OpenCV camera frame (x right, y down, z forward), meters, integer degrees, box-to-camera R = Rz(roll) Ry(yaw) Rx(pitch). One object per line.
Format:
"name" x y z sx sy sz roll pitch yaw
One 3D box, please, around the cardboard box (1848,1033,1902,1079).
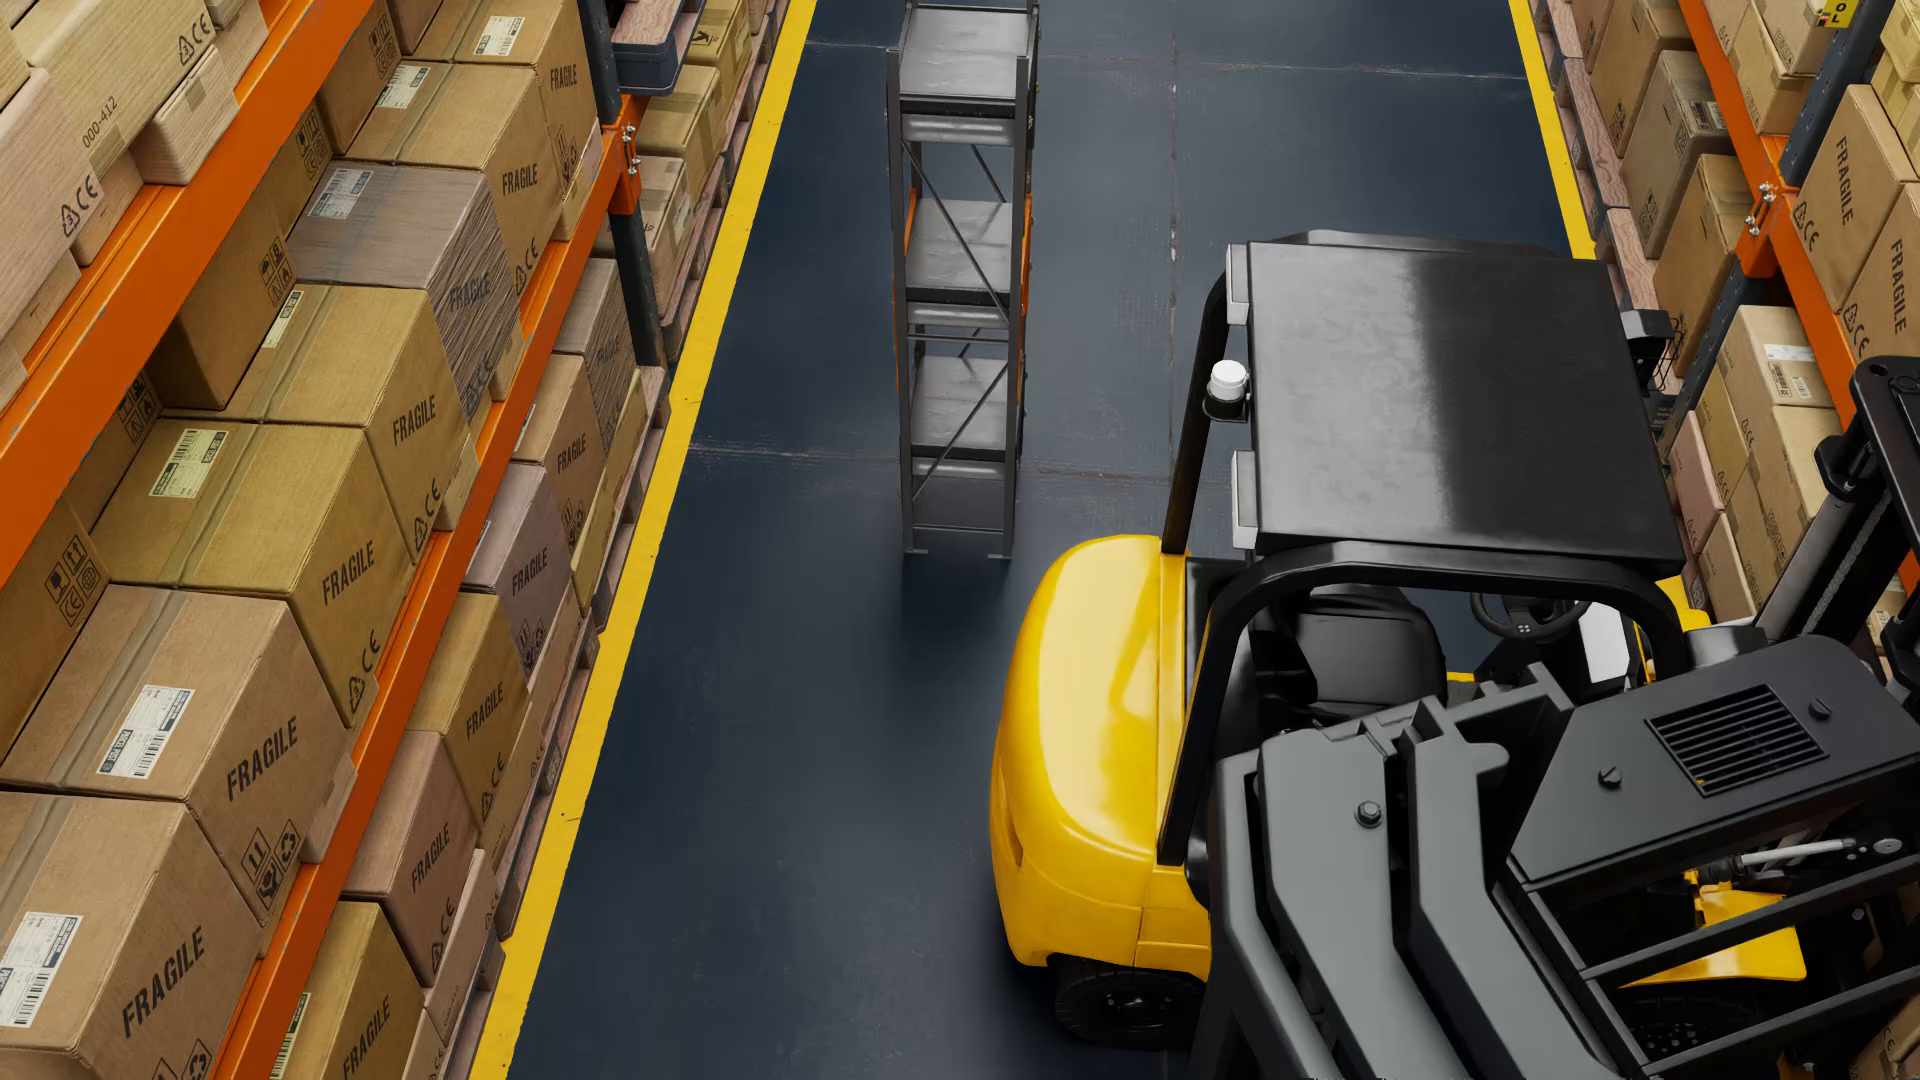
"cardboard box" 2.725 1.317 4.591 0.500 0.250 0.500 4 48 4

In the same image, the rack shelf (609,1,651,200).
"rack shelf" -1.509 -2.868 7.328 1.077 0.370 4.000 4 48 4

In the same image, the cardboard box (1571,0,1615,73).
"cardboard box" 3.495 -2.651 7.967 0.875 0.625 0.625 5 48 5

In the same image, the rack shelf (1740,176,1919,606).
"rack shelf" 3.070 0.402 4.337 1.077 0.370 4.000 4 48 4

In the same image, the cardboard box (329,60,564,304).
"cardboard box" -1.524 -1.053 4.911 0.500 0.500 0.500 5 48 5

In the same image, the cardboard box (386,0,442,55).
"cardboard box" -1.947 -1.804 4.920 0.700 0.500 0.500 3 48 3

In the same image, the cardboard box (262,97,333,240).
"cardboard box" -2.088 -1.063 4.242 0.700 0.500 0.500 3 48 3

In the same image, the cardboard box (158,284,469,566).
"cardboard box" -1.609 -0.295 4.218 0.500 0.500 0.500 3 48 3

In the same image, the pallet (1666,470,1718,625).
"pallet" 3.138 0.213 5.912 1.003 0.211 1.213 4 48 4

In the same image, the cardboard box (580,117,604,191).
"cardboard box" -1.417 -1.300 5.576 0.380 0.149 0.250 3 48 3

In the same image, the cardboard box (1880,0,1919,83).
"cardboard box" 2.928 -1.449 4.833 0.380 0.149 0.250 5 48 4

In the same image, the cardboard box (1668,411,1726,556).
"cardboard box" 2.879 -0.191 5.970 0.500 0.250 0.500 4 48 4

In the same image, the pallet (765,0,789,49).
"pallet" -1.399 -3.065 8.910 1.003 0.211 1.213 4 48 4

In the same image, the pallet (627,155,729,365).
"pallet" -1.621 -1.272 7.270 1.003 0.211 1.213 4 48 4

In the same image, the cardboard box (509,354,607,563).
"cardboard box" -1.522 -0.281 5.545 0.500 0.500 0.500 5 48 4

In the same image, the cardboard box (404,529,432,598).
"cardboard box" -1.628 0.006 4.382 0.380 0.149 0.250 3 48 2

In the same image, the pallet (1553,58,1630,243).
"pallet" 3.389 -1.812 7.764 1.003 0.211 1.213 4 48 4

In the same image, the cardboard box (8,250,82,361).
"cardboard box" -1.711 -0.426 2.744 0.380 0.149 0.250 4 48 3

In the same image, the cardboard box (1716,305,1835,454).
"cardboard box" 2.896 -0.527 5.600 0.500 0.250 0.500 3 48 3

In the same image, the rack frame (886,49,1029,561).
"rack frame" -0.007 -0.651 5.422 0.400 2.100 0.015 4 48 4

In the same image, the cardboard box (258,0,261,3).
"cardboard box" -1.652 -1.187 3.440 0.380 0.149 0.250 3 48 3

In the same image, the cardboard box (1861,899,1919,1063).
"cardboard box" 2.704 1.120 4.433 0.500 0.250 0.500 3 48 3

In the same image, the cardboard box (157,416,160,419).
"cardboard box" -2.116 -0.359 4.277 0.500 0.500 0.500 4 48 4

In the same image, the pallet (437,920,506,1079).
"pallet" -1.939 1.589 4.654 1.003 0.211 1.213 4 48 4

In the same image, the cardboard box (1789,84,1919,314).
"cardboard box" 2.952 -1.035 5.096 0.500 0.500 0.500 3 48 2

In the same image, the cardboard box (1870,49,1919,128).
"cardboard box" 2.962 -1.346 4.941 0.380 0.149 0.250 3 48 3

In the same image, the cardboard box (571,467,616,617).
"cardboard box" -1.516 -0.010 5.805 0.500 0.250 0.500 3 48 2

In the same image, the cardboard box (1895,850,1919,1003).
"cardboard box" 2.696 0.972 4.230 0.500 0.250 0.500 4 48 4

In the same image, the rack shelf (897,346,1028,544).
"rack shelf" 0.015 -0.349 6.113 0.431 0.518 0.480 4 48 4

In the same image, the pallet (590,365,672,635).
"pallet" -1.717 -0.204 6.294 1.003 0.211 1.213 4 48 4

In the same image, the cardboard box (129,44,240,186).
"cardboard box" -1.588 -0.801 3.087 0.380 0.149 0.250 4 48 4

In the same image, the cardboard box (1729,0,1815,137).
"cardboard box" 3.038 -1.647 5.825 0.500 0.250 0.500 5 48 4

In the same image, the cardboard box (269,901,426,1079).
"cardboard box" -1.705 1.240 4.154 0.500 0.500 0.500 2 48 2

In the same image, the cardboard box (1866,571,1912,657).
"cardboard box" 2.805 0.215 4.922 0.500 0.250 0.500 5 48 5

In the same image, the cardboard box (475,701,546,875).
"cardboard box" -1.615 0.734 5.125 0.500 0.250 0.500 7 48 6

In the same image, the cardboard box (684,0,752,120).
"cardboard box" -1.522 -2.321 7.836 0.950 0.372 0.625 5 48 5

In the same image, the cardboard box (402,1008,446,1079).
"cardboard box" -1.707 1.510 4.415 0.500 0.250 0.500 4 48 3

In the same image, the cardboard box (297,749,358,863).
"cardboard box" -1.636 0.588 3.850 0.380 0.149 0.250 5 48 4

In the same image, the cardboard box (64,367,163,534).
"cardboard box" -2.229 -0.316 3.560 0.700 0.500 0.500 3 48 3

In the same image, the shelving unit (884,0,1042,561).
"shelving unit" 0.015 -0.830 5.586 0.431 2.100 0.503 4 48 4

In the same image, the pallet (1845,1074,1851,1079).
"pallet" 2.916 2.006 4.272 1.003 0.211 1.213 4 48 4

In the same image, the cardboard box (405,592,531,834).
"cardboard box" -1.608 0.487 4.842 0.500 0.500 0.500 5 48 4

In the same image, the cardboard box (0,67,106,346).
"cardboard box" -1.689 -0.485 2.528 0.500 0.250 0.500 3 48 3

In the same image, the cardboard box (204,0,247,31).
"cardboard box" -1.600 -1.241 3.220 0.500 0.250 0.500 5 48 4

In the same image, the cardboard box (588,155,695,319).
"cardboard box" -1.646 -1.281 6.886 0.950 0.372 0.625 4 48 4

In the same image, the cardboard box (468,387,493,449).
"cardboard box" -1.559 -0.367 4.723 0.380 0.149 0.250 3 48 3

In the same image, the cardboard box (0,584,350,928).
"cardboard box" -1.692 0.454 3.533 0.500 0.500 0.500 5 48 5

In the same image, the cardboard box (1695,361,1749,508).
"cardboard box" 2.901 -0.358 5.784 0.500 0.250 0.500 4 48 3

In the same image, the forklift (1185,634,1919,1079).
"forklift" 1.182 1.325 3.052 3.031 2.935 1.130 -14 49 -13

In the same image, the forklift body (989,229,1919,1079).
"forklift body" 1.244 0.400 4.427 2.313 2.155 1.214 4 48 4

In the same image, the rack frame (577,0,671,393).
"rack frame" -1.691 -1.641 5.718 1.000 3.000 0.127 4 48 4

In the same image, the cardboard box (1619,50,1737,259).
"cardboard box" 3.367 -1.604 7.009 0.875 0.625 0.625 3 48 3
